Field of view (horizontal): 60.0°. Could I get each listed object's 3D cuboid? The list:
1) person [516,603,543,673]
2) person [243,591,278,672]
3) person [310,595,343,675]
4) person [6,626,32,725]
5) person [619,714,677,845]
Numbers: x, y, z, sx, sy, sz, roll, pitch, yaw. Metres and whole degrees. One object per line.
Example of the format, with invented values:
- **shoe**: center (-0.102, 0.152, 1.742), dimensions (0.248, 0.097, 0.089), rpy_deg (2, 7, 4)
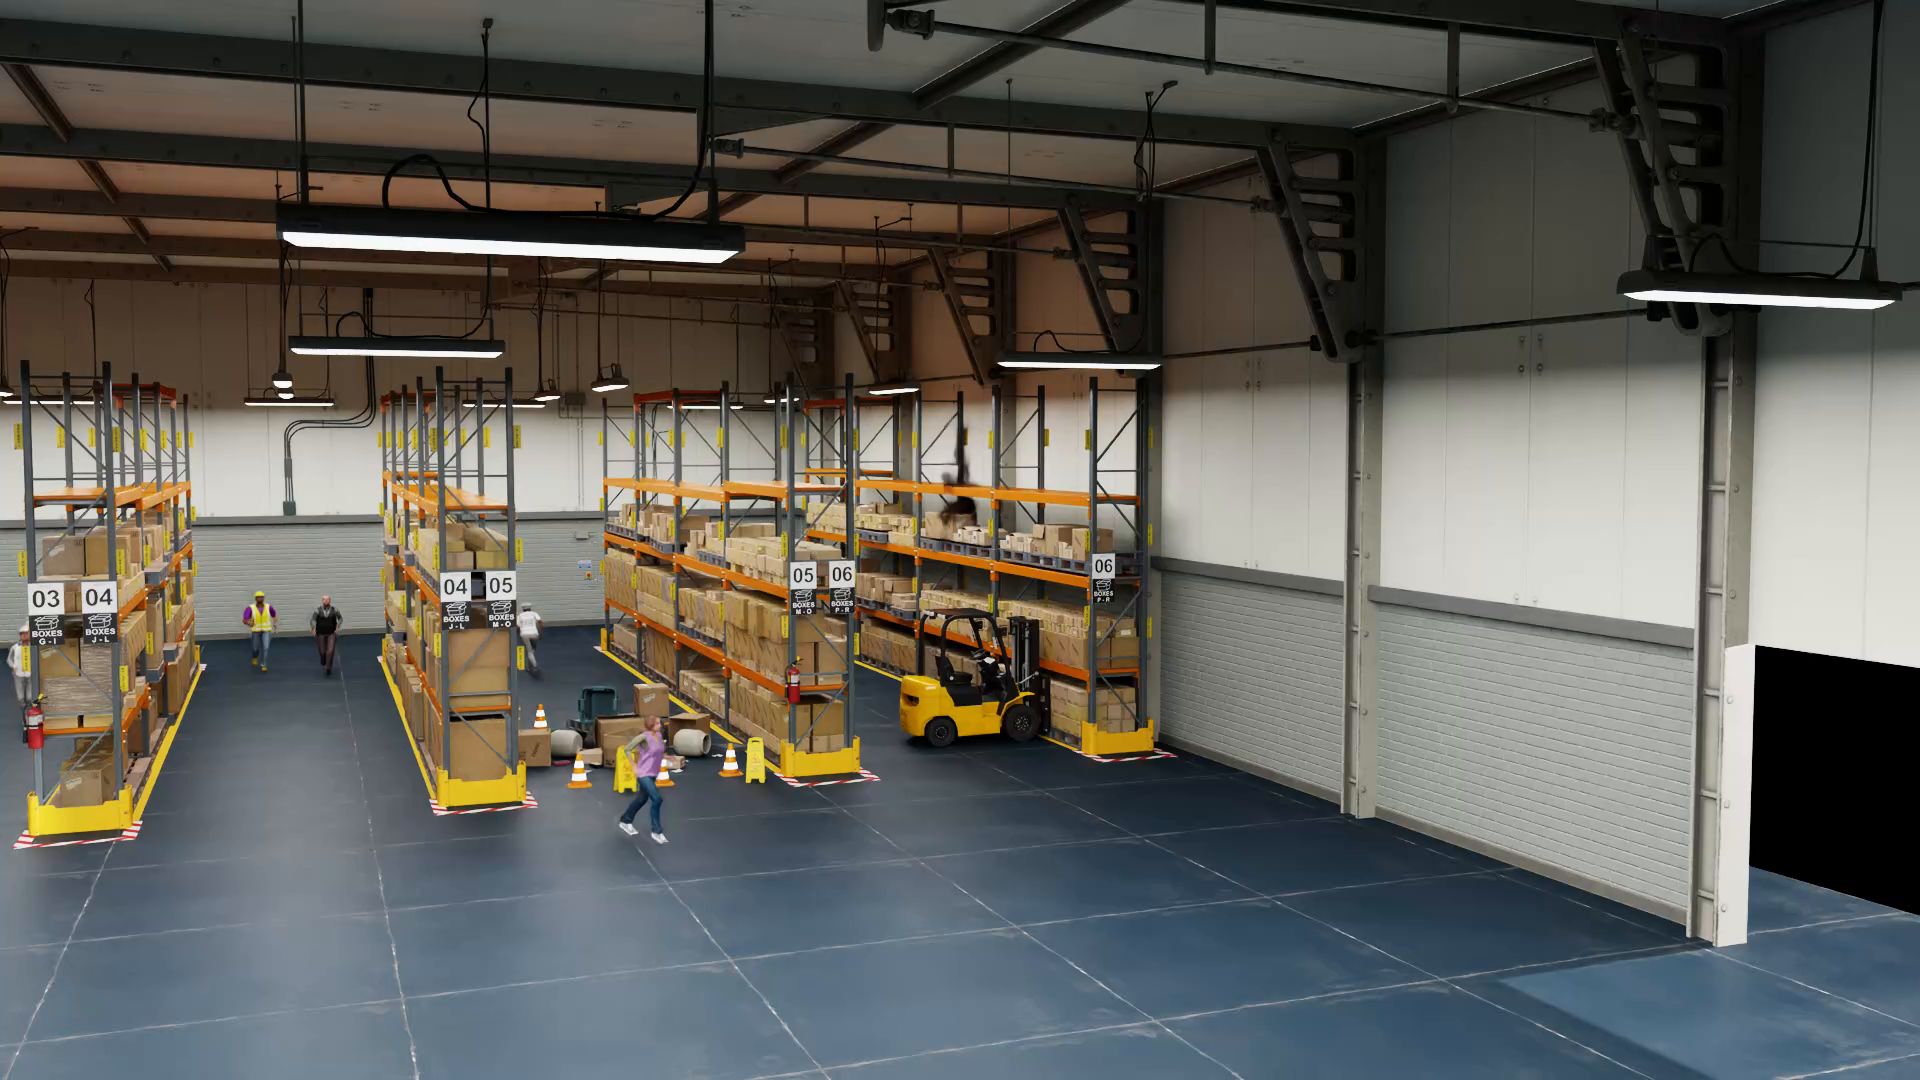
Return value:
- **person**: center (-9.217, 2.143, 35.588), dimensions (0.577, 1.505, 1.052), rpy_deg (-1, 4, -20)
- **person**: center (-15.133, 1.976, 35.996), dimensions (0.714, 1.731, 0.791), rpy_deg (-2, 4, -29)
- **person**: center (-13.585, 2.030, 35.690), dimensions (0.670, 1.694, 0.634), rpy_deg (-1, 4, -20)
- **person**: center (-16.463, 2.382, 29.351), dimensions (0.661, 1.731, 0.585), rpy_deg (-1, 4, -17)
- **person**: center (-3.911, 3.021, 20.730), dimensions (0.835, 1.530, 0.475), rpy_deg (1, 4, 18)
